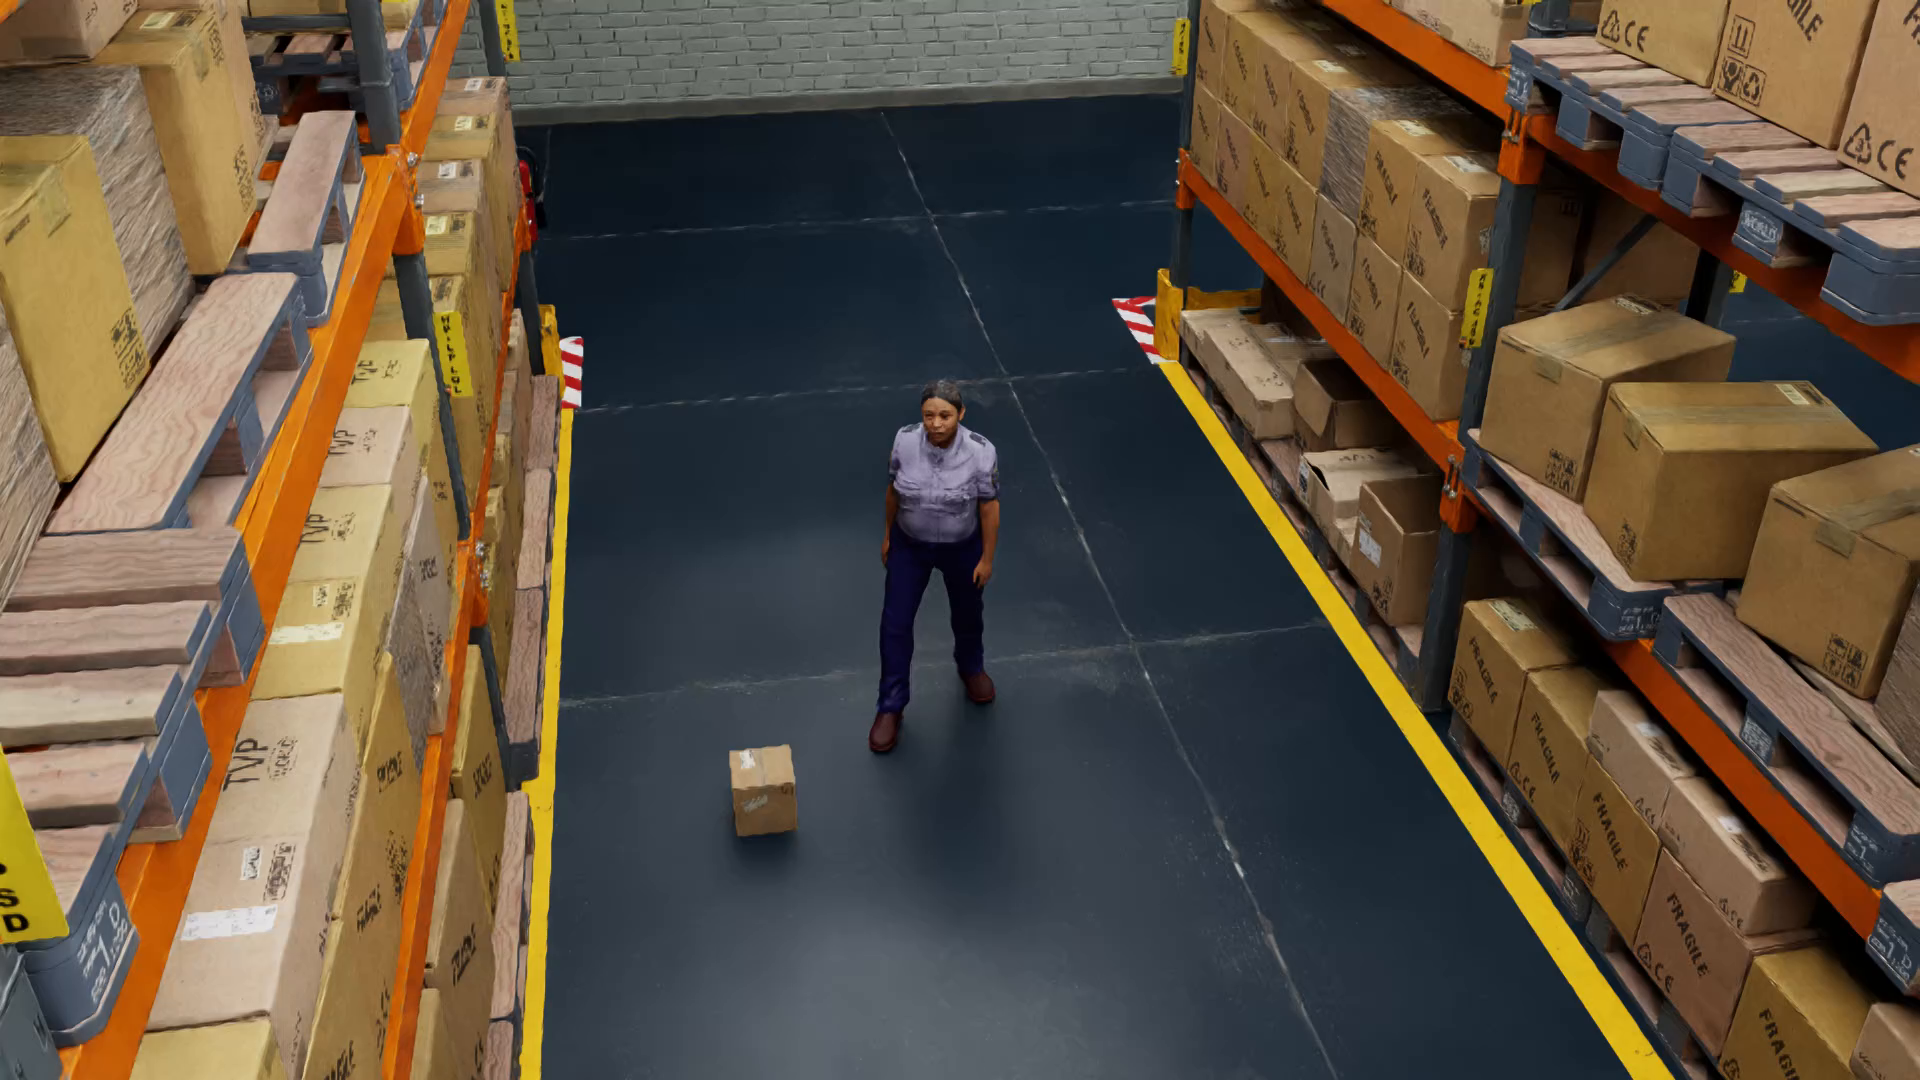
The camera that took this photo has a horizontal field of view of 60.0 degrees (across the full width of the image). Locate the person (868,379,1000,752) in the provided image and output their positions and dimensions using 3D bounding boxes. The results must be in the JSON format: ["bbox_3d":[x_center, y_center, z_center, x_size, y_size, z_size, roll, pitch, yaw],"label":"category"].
[{"bbox_3d":[-0.103,0.068,7.026,0.535,1.613,0.683,3,31,6],"label":"person"}]
